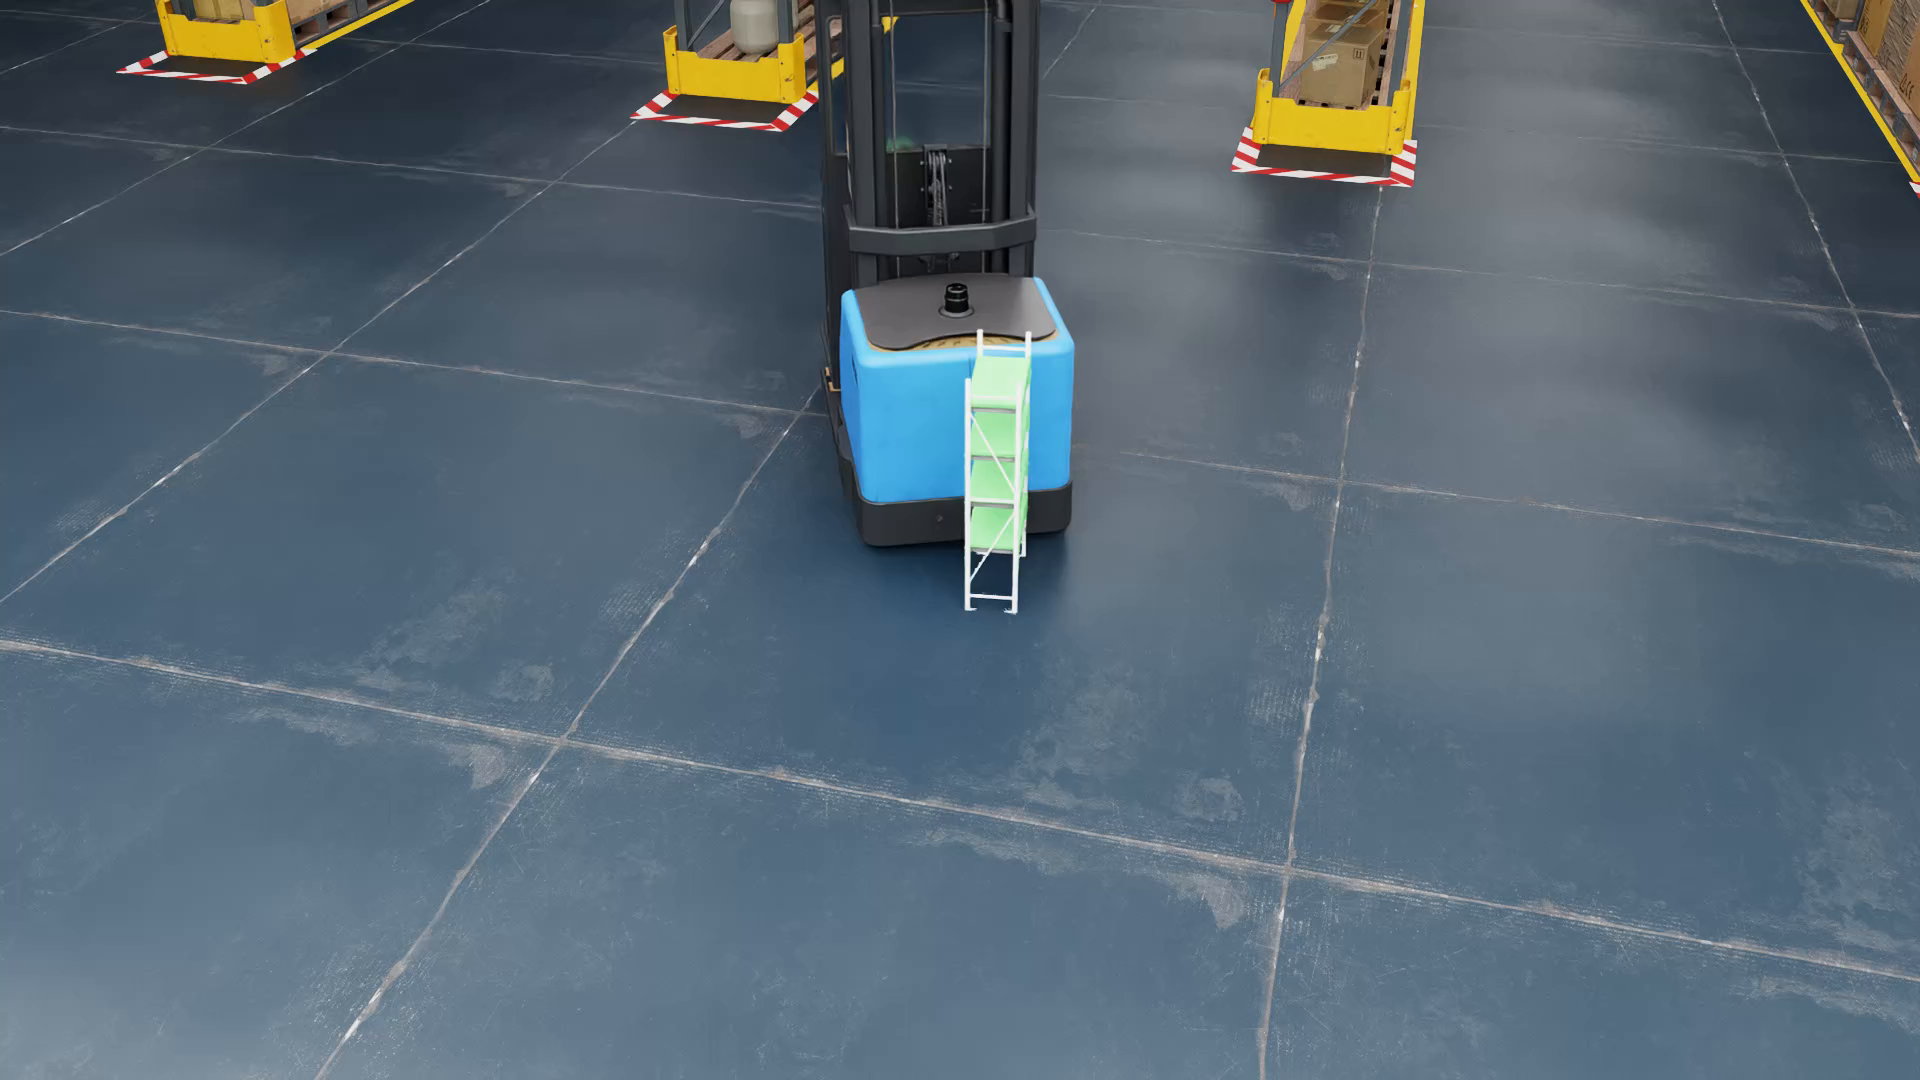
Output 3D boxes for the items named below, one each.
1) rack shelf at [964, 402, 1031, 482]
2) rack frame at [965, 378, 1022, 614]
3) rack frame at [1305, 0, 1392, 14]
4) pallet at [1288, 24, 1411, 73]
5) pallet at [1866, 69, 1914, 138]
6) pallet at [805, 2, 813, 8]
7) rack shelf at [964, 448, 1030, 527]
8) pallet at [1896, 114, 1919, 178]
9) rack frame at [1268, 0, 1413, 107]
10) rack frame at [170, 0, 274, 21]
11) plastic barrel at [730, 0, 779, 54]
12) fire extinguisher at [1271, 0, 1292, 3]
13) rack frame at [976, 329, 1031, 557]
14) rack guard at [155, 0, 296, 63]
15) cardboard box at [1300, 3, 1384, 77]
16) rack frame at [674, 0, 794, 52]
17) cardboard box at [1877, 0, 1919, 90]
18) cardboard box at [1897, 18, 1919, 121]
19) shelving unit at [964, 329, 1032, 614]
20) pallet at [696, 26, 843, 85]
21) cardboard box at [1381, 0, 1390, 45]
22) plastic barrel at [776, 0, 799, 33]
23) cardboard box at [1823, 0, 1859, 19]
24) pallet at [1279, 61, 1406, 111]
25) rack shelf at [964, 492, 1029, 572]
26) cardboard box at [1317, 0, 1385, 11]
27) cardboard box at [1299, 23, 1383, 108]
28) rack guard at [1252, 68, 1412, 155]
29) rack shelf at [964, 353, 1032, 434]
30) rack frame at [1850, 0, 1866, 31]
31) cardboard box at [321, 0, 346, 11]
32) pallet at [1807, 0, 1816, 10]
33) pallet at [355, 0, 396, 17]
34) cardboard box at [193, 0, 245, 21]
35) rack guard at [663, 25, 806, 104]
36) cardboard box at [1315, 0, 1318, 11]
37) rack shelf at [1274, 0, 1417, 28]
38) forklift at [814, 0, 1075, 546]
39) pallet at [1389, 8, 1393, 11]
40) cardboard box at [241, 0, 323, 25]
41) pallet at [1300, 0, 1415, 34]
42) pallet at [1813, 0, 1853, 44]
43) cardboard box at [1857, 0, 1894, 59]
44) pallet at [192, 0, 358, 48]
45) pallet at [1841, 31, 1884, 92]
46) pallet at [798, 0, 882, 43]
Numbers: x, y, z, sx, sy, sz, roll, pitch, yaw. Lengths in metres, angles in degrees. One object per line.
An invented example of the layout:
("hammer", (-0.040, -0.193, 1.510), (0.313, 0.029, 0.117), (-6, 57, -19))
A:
("rack shelf", (0.172, -0.452, 7.515), (0.258, 0.148, 0.480), (4, 33, 6))
("rack frame", (0.144, -0.174, 7.405), (0.240, 1.200, 0.015), (4, 33, 6))
("rack frame", (3.918, -6.469, 15.629), (1.000, 3.000, 0.127), (8, 33, 12))
("pallet", (3.474, -4.304, 14.823), (1.003, 0.211, 1.213), (8, 33, 12))
("pallet", (8.114, -3.545, 13.630), (1.003, 0.211, 1.213), (8, 33, 12))
("pallet", (-1.083, -5.623, 16.899), (1.003, 0.211, 1.213), (8, 33, 12))
("rack shelf", (0.172, -0.250, 7.643), (0.258, 0.148, 0.480), (4, 33, 6))
("pallet", (7.802, -2.914, 12.637), (1.003, 0.211, 1.213), (8, 33, 12))
("rack frame", (2.903, -4.393, 12.364), (1.000, 3.000, 0.127), (8, 33, 12))
("rack frame", (-6.678, -5.744, 14.489), (1.000, 3.000, 0.127), (8, 33, 12))
("plastic barrel", (-1.795, -4.547, 14.533), (0.421, 0.512, 0.421), (0, 32, 0))
("fire extinguisher", (2.428, -4.364, 12.390), (0.296, 0.674, 0.183), (8, 33, 12))
("rack frame", (0.200, -0.434, 7.814), (0.240, 1.200, 0.015), (4, 33, 6))
("rack guard", (-6.684, -4.676, 15.140), (1.175, 0.500, 0.348), (8, 33, 12))
("cardboard box", (3.196, -4.152, 13.924), (0.500, 0.500, 0.500), (17, 36, 25))
("rack frame", (-1.888, -5.067, 13.425), (1.000, 3.000, 0.127), (8, 33, 12))
("cardboard box", (8.238, -4.236, 13.707), (0.875, 0.875, 0.875), (8, 33, 13))
("cardboard box", (8.005, -3.764, 12.963), (0.875, 0.875, 0.875), (8, 33, 12))
("shelving unit", (0.172, -0.304, 7.609), (0.258, 1.200, 0.503), (4, 33, 6))
("pallet", (-1.703, -4.357, 14.907), (1.003, 0.211, 1.213), (8, 33, 12))
("cardboard box", (3.558, -4.758, 14.877), (0.500, 0.500, 0.500), (5, 33, 8))
("plastic barrel", (-1.667, -4.807, 14.943), (0.421, 0.512, 0.421), (0, 32, 0))
("cardboard box", (8.761, -5.303, 15.502), (1.050, 0.750, 0.750), (8, 33, 12))
("pallet", (3.163, -3.672, 13.830), (1.003, 0.211, 1.213), (8, 33, 12))
("rack shelf", (0.172, -0.047, 7.772), (0.258, 0.148, 0.480), (4, 33, 6))
("cardboard box", (3.374, -4.474, 14.431), (0.500, 0.500, 0.500), (11, 34, 17))
("cardboard box", (3.078, -3.837, 13.428), (0.500, 0.500, 0.500), (14, 35, 21))
("rack guard", (2.922, -3.378, 13.097), (1.175, 0.500, 0.348), (8, 33, 12))
("rack shelf", (0.172, -0.655, 7.386), (0.258, 0.148, 0.480), (4, 33, 6))
("rack frame", (8.690, -5.741, 14.485), (1.000, 3.000, 0.127), (8, 33, 12))
("cardboard box", (-6.203, -5.268, 15.913), (0.500, 0.250, 0.500), (8, 33, 12))
("pallet", (9.121, -5.610, 16.878), (1.003, 0.211, 1.213), (8, 33, 12))
("pallet", (-6.213, -5.601, 16.863), (1.003, 0.211, 1.213), (8, 33, 12))
("cardboard box", (-6.828, -5.079, 15.615), (0.500, 0.250, 0.500), (8, 33, 12))
("rack guard", (-1.914, -4.058, 14.168), (1.175, 0.500, 0.348), (8, 33, 12))
("cardboard box", (3.640, -5.091, 15.400), (0.500, 0.500, 0.500), (19, 37, 27))
("rack shelf", (3.411, -5.127, 14.190), (1.077, 0.370, 4.000), (8, 33, 12))
("forklift", (-0.196, -1.984, 8.638), (1.130, 2.935, 3.031), (-5, 33, -8))
("pallet", (4.114, -5.696, 17.013), (1.003, 0.211, 1.213), (8, 33, 12))
("cardboard box", (-6.327, -5.009, 15.504), (0.500, 0.250, 0.500), (8, 33, 12))
("pallet", (3.782, -4.939, 15.822), (1.003, 0.211, 1.213), (8, 33, 12))
("pallet", (8.813, -4.975, 15.879), (1.003, 0.211, 1.213), (8, 33, 12))
("cardboard box", (8.463, -4.705, 14.444), (0.875, 0.875, 0.875), (9, 33, 13))
("pallet", (-6.524, -4.969, 15.870), (1.003, 0.211, 1.213), (8, 33, 12))
("pallet", (8.422, -4.180, 14.629), (1.003, 0.211, 1.213), (8, 33, 12))
("pallet", (-1.391, -4.988, 15.900), (1.003, 0.211, 1.213), (8, 33, 12))
